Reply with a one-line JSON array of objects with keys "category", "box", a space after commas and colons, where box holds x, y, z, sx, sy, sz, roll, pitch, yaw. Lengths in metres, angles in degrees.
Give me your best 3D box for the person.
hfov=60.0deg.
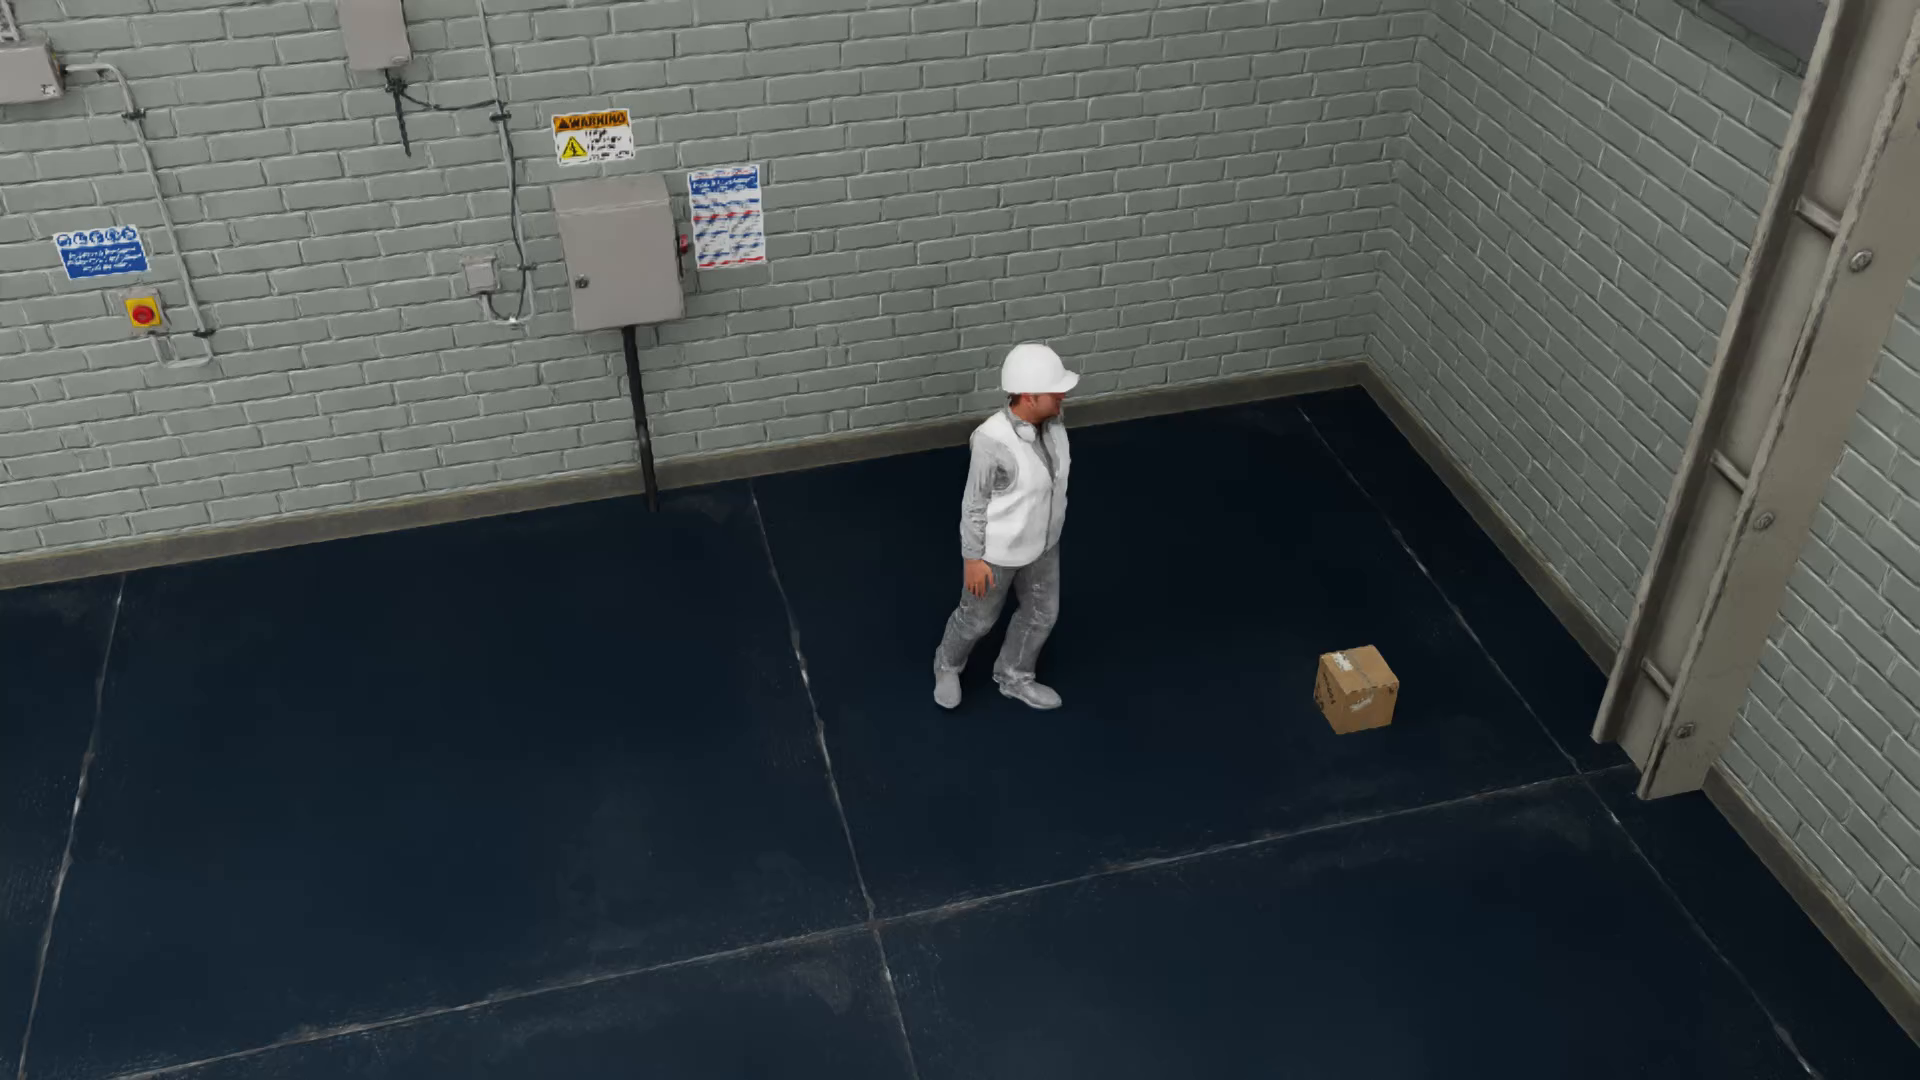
[{"category": "person", "box": [0.174, -0.040, 6.751, 0.556, 1.759, 0.566, 29, 46, 31]}]
